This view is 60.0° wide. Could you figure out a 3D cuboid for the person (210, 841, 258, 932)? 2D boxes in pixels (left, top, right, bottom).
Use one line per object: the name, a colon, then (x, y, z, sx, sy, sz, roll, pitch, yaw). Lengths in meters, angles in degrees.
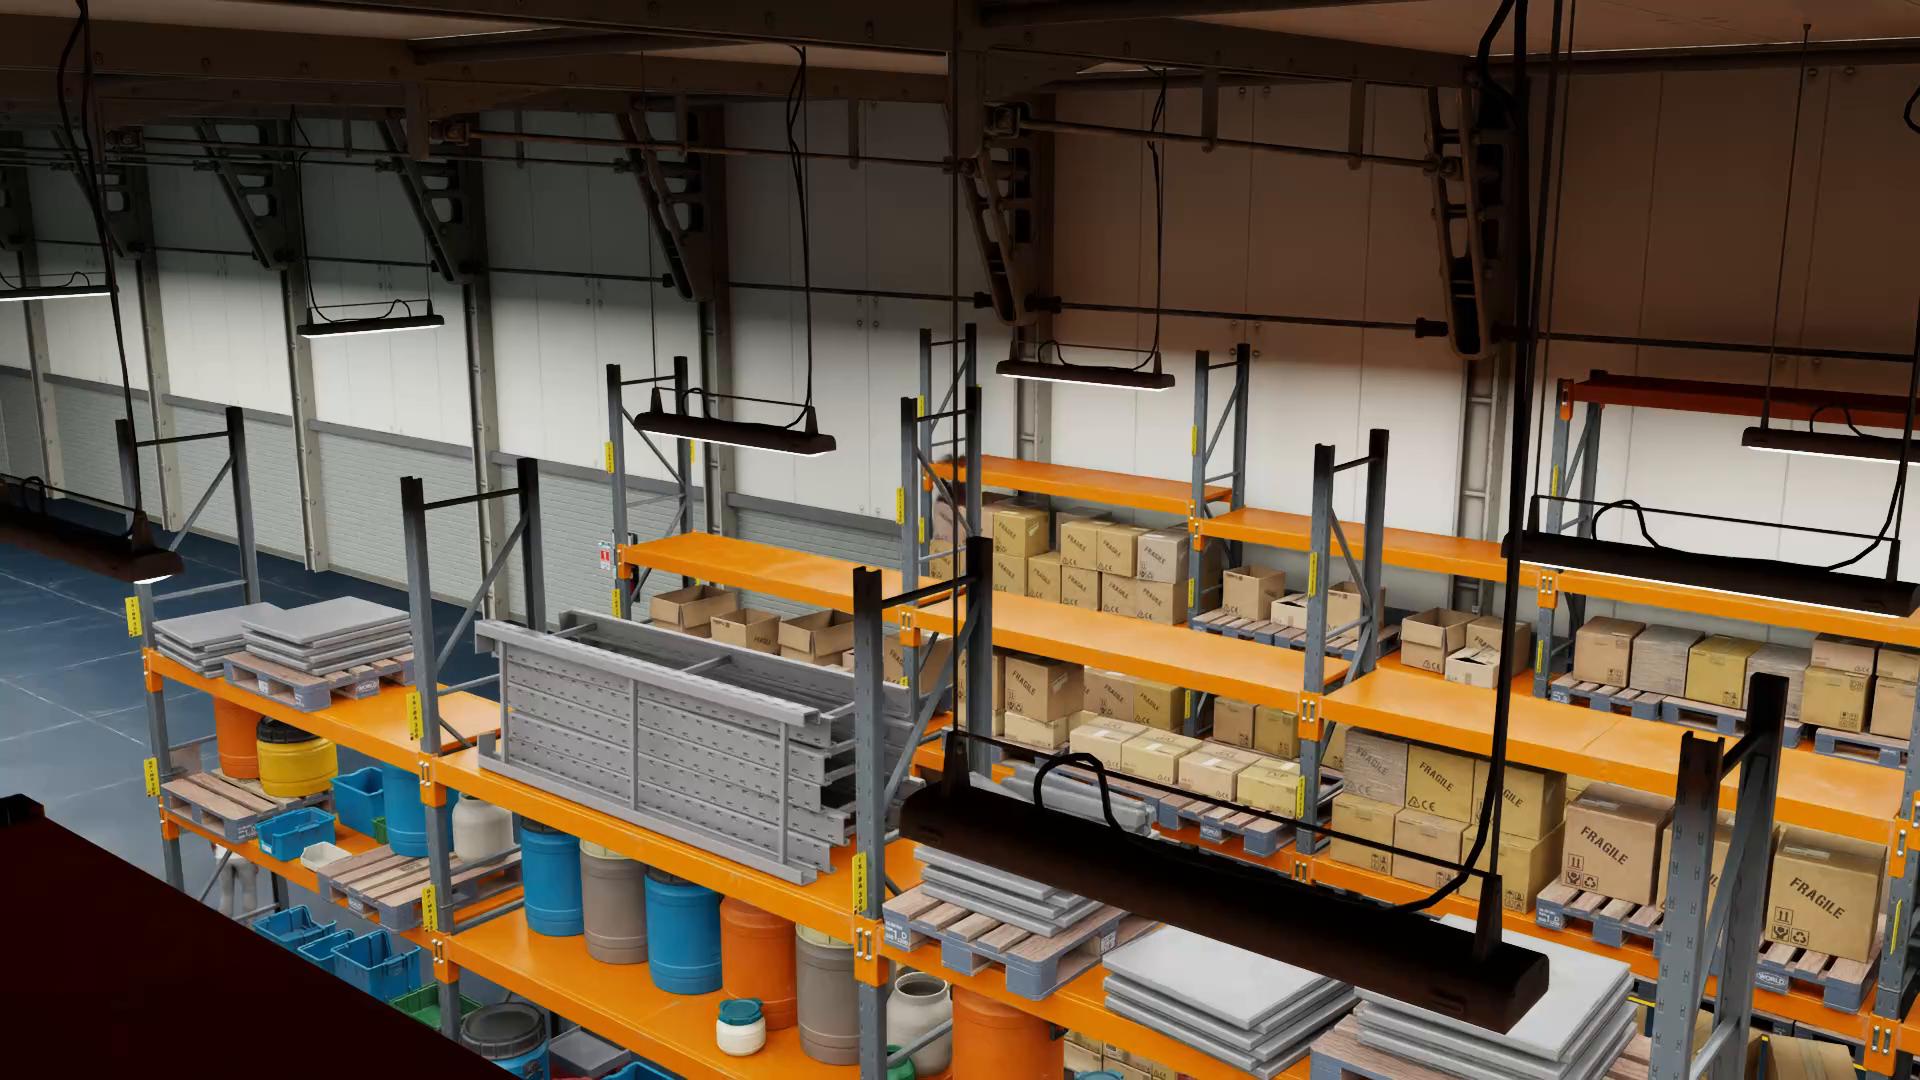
person: (-7.644, 3.351, 17.531, 0.494, 1.700, 0.380, -1, 13, -5)
